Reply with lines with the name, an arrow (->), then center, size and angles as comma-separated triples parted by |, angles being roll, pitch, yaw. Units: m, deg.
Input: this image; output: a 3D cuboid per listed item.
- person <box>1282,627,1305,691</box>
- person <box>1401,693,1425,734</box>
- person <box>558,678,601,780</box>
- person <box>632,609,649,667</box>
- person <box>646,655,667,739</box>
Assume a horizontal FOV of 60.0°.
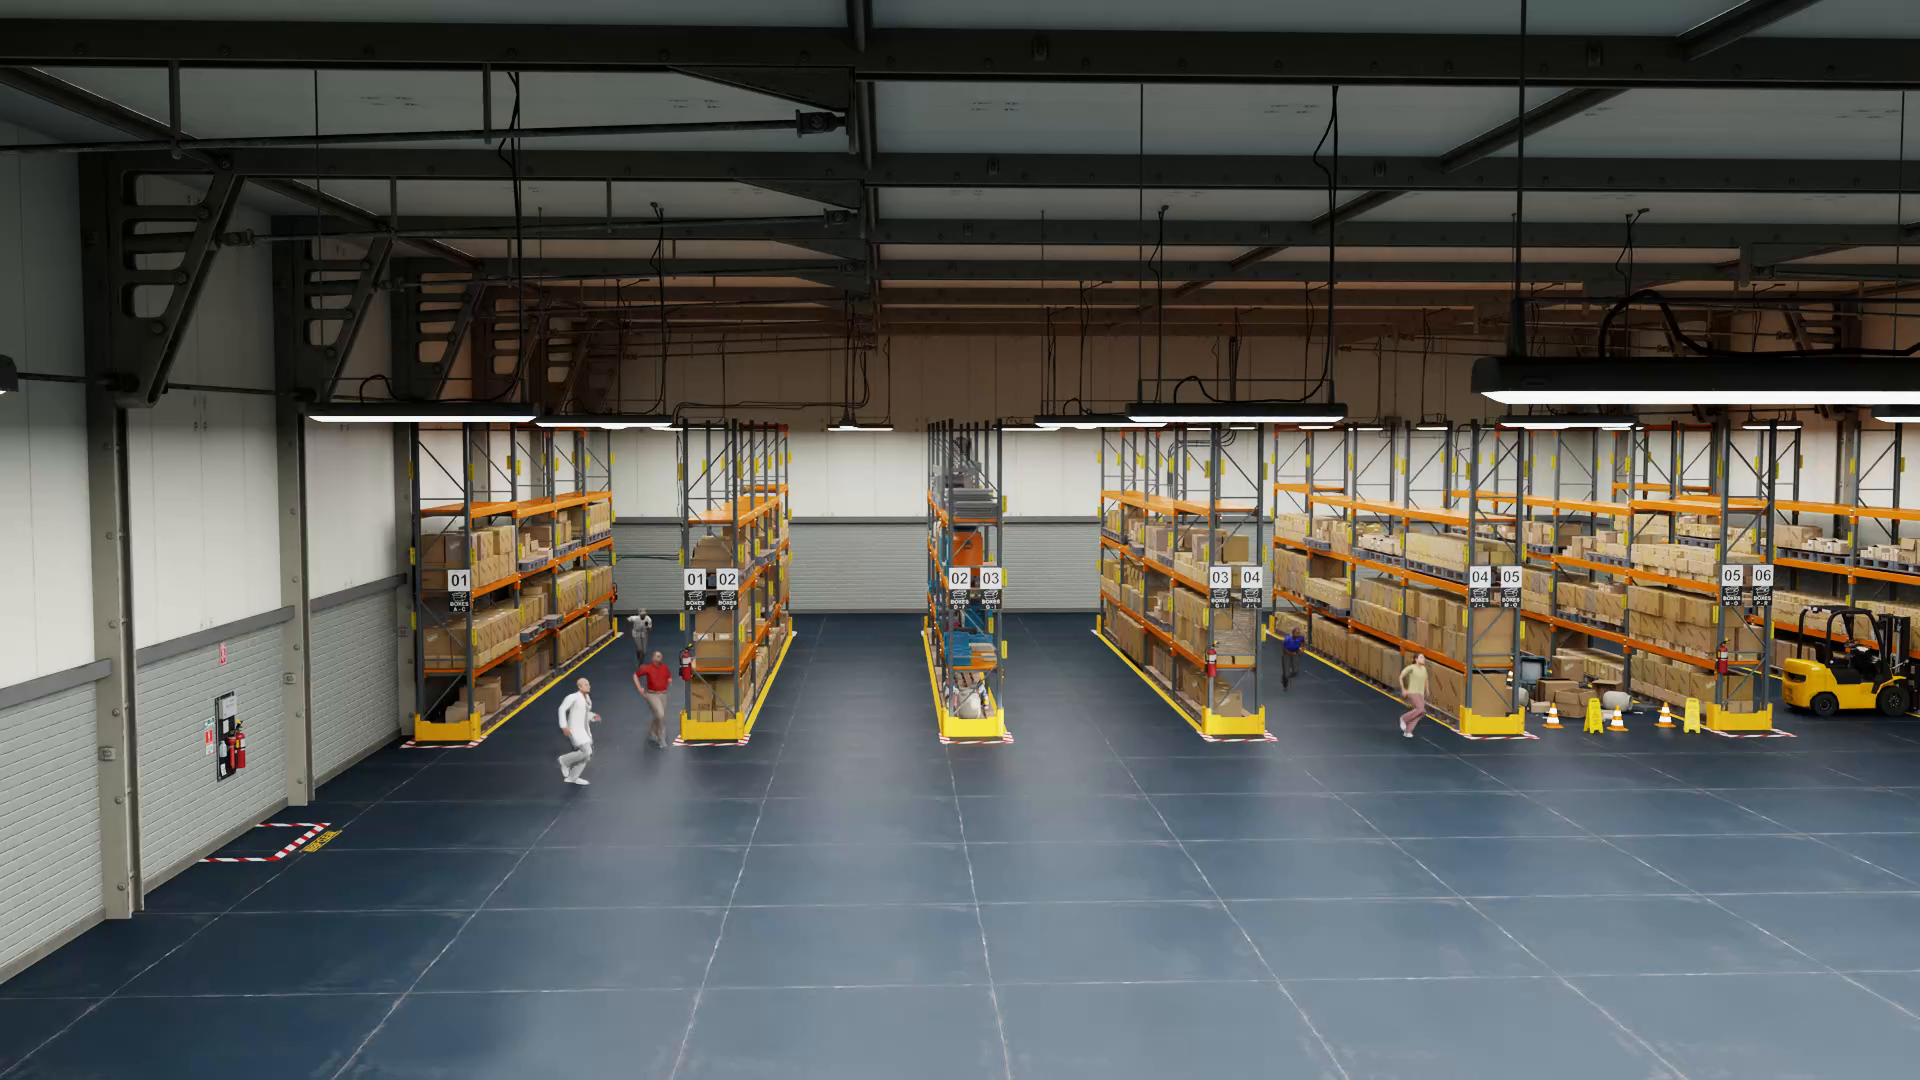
person -> 7.391, 2.643, 36.810 | 0.597, 1.468, 0.787 | -1, 4, -13
person -> 8.601, 3.469, 31.337 | 0.392, 0.392, 0.465 | -2, 4, -27
person -> -6.167, 3.188, 27.145 | 0.613, 1.467, 0.702 | 1, 4, 16
person -> -7.774, 2.388, 40.478 | 0.384, 1.492, 0.800 | -1, 4, -22
person -> -5.593, 2.869, 30.563 | 0.715, 1.512, 0.412 | 3, 5, 42
